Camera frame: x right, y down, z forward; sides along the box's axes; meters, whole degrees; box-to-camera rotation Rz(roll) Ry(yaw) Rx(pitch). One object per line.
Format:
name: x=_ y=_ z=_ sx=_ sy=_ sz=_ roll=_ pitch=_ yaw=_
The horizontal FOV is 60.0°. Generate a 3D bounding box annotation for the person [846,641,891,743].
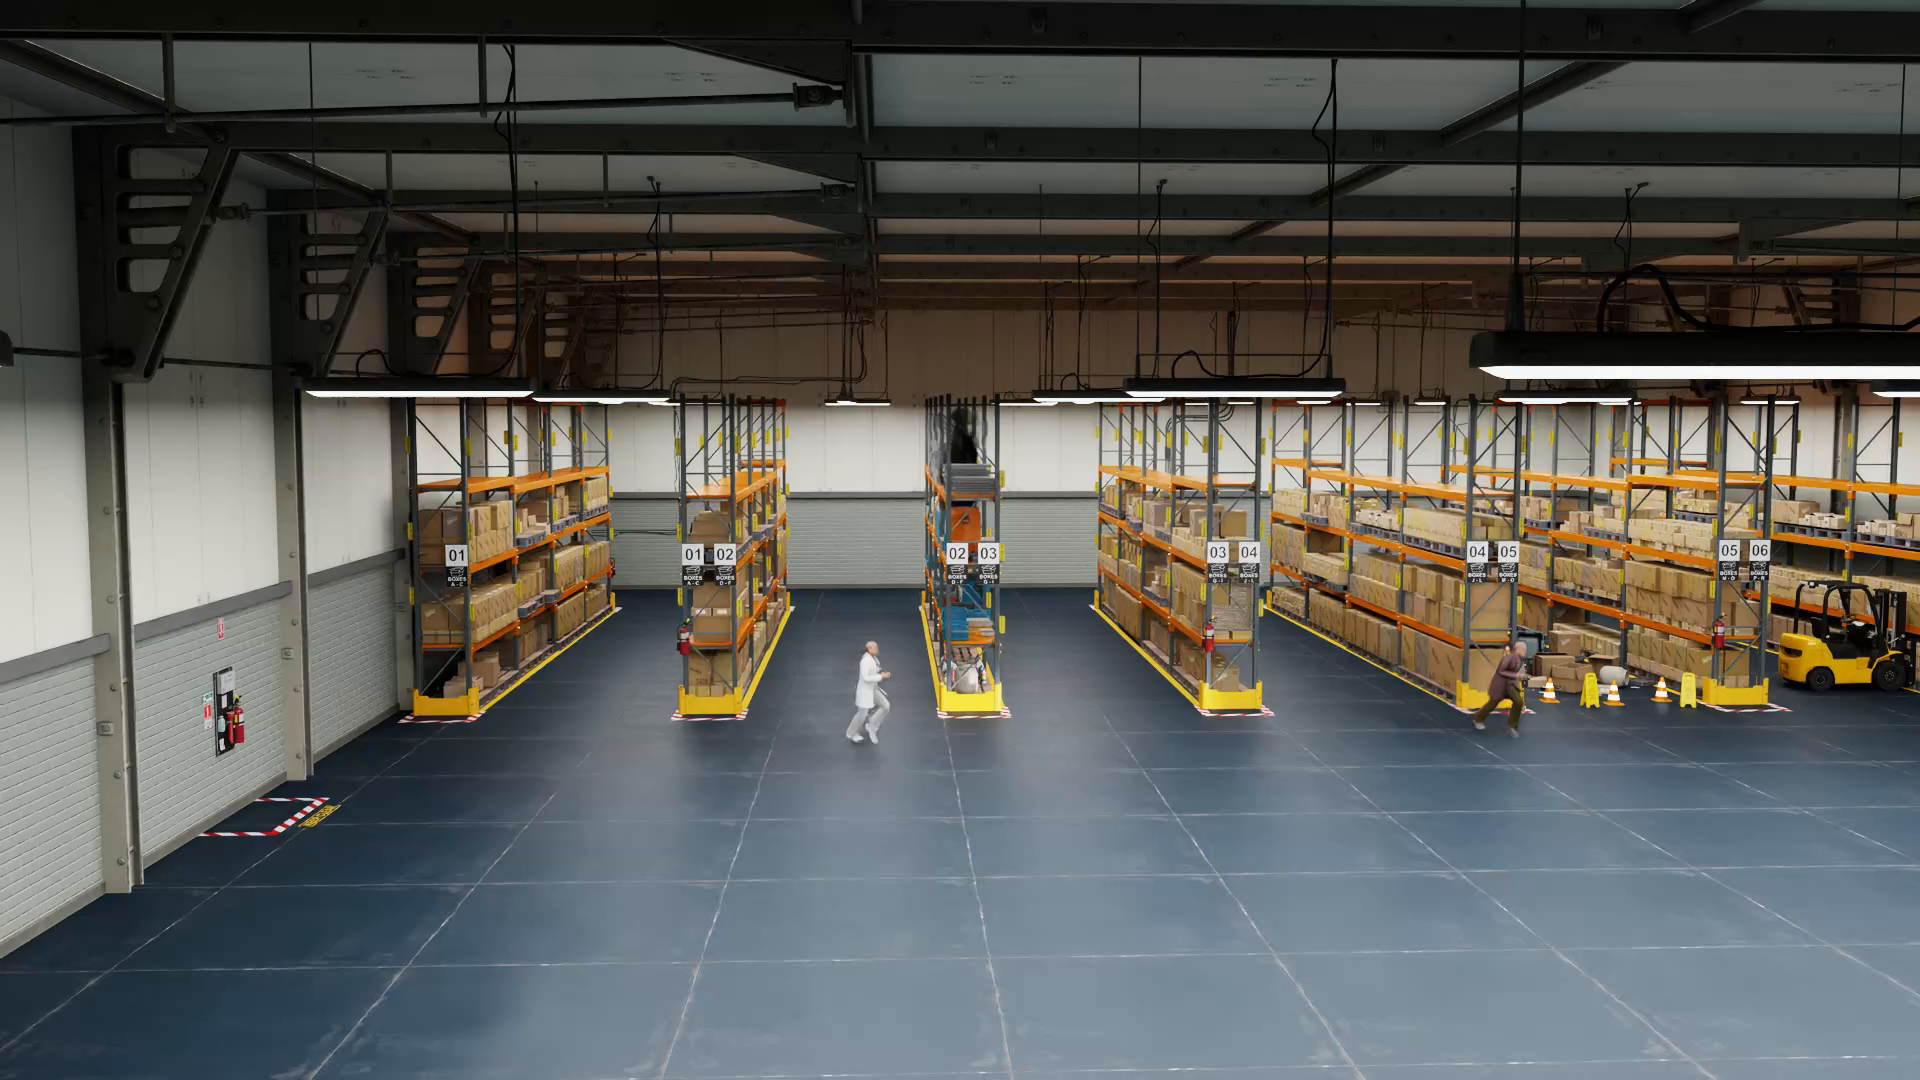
person: x=-1.557 y=2.642 z=28.371 sx=0.881 sy=1.673 sz=0.752 roll=2 pitch=5 yaw=21

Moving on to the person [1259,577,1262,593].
person: x=7.824 y=1.439 z=44.687 sx=0.550 sy=1.578 sz=0.789 roll=0 pitch=5 yaw=-3

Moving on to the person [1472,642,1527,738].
person: x=9.509 y=2.610 z=29.191 sx=0.753 sy=1.738 sz=1.047 roll=-4 pitch=6 yaw=-41

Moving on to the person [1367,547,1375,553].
person: x=12.157 y=1.018 z=49.300 sx=0.567 sy=1.622 sz=0.561 roll=0 pitch=5 yaw=3
